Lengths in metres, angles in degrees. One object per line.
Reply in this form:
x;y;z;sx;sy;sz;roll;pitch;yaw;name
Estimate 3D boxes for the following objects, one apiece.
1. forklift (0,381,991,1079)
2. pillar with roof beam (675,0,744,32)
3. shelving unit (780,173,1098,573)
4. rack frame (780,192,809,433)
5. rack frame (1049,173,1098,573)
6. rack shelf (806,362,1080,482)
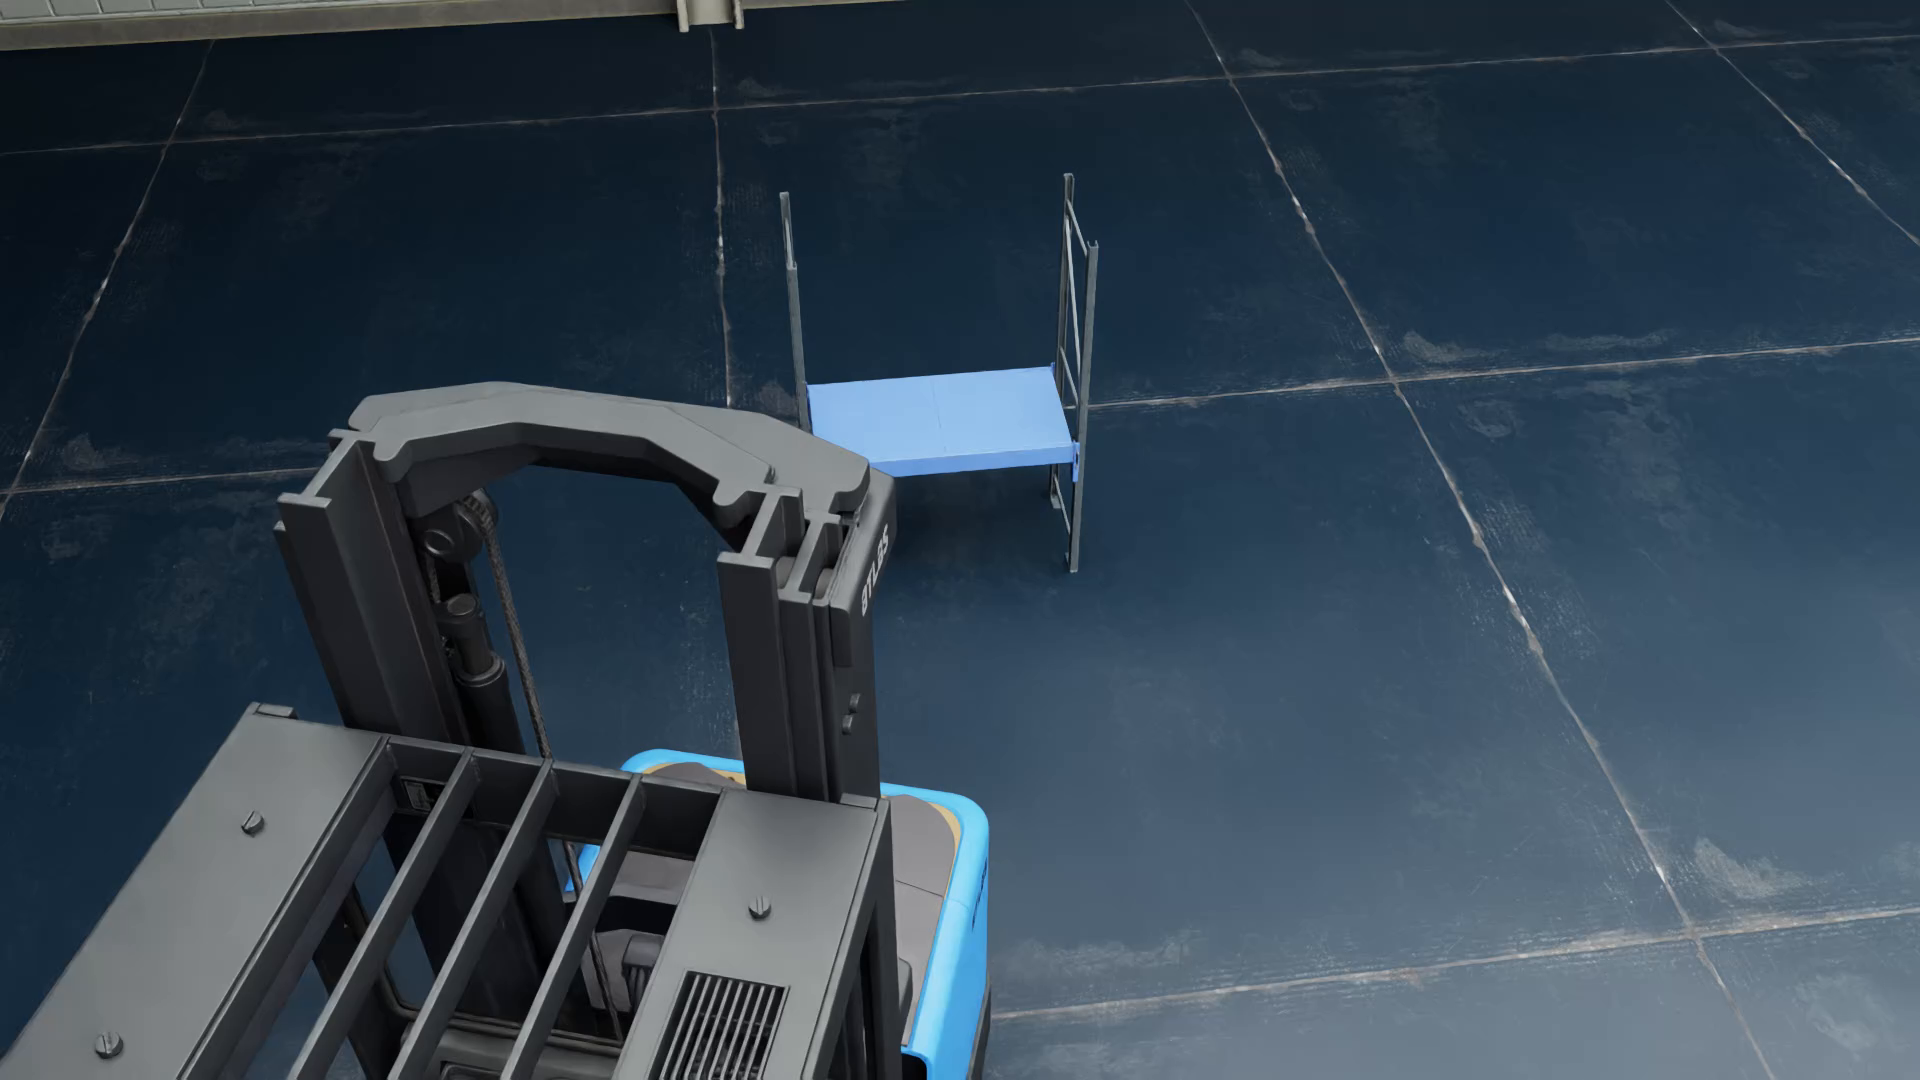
-0.697;1.298;3.123;1.130;2.935;3.031;7;43;8;forklift
-0.988;-3.721;4.157;0.400;9.000;9.100;-5;42;-6;pillar with roof beam
-0.085;-0.550;6.239;1.048;1.500;0.538;-5;42;-6;shelving unit
-0.589;-0.505;6.190;0.032;1.500;0.500;-5;42;-6;rack frame
0.419;-0.594;6.288;0.032;1.500;0.500;-5;42;-6;rack frame
-0.085;-0.416;6.360;1.000;0.185;0.538;-5;42;-6;rack shelf
